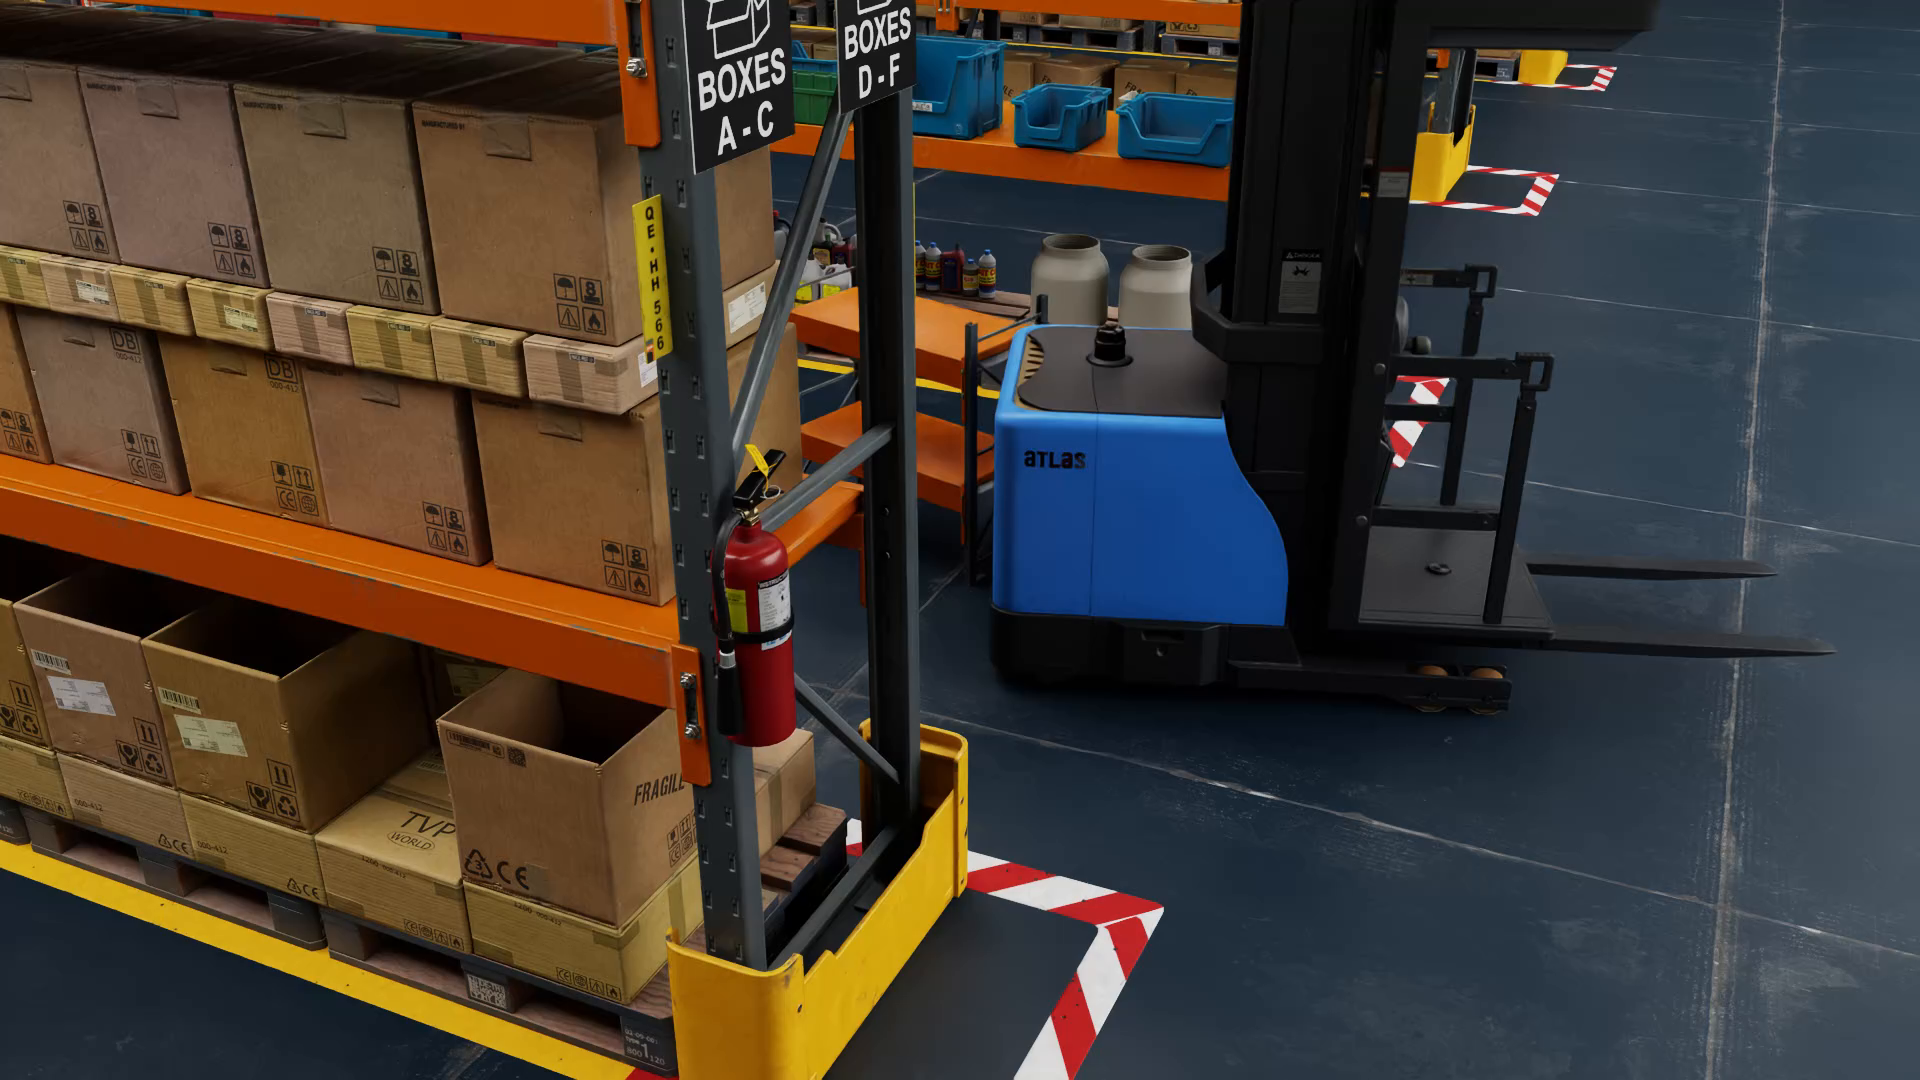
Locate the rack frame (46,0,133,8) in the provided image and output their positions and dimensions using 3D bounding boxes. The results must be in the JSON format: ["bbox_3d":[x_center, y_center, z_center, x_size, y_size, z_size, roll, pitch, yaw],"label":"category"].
[{"bbox_3d":[-5.605,-3.565,11.096,0.127,3.000,1.000,11,28,22],"label":"rack frame"}]

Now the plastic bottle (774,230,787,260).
[{"bbox_3d":[-1.121,-1.708,9.909,0.135,0.276,0.152,11,28,22],"label":"plastic bottle"}]

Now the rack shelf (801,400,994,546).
[{"bbox_3d":[-0.206,-0.328,7.196,1.000,0.278,0.538,20,32,35],"label":"rack shelf"}]

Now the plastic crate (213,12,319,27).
[{"bbox_3d":[-4.260,-3.176,10.231,0.583,0.464,0.402,11,28,22],"label":"plastic crate"}]

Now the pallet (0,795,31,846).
[{"bbox_3d":[-3.311,0.570,5.853,1.213,0.211,1.003,11,28,22],"label":"pallet"}]

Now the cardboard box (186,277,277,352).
[{"bbox_3d":[-1.742,-0.629,4.285,0.250,0.149,0.380,12,29,23],"label":"cardboard box"}]

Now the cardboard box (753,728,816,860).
[{"bbox_3d":[-0.772,0.746,4.976,0.500,0.250,0.500,11,28,22],"label":"cardboard box"}]

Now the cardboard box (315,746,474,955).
[{"bbox_3d":[-1.446,0.868,4.729,0.500,0.250,0.500,11,28,22],"label":"cardboard box"}]

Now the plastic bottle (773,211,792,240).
[{"bbox_3d":[-1.083,-1.806,10.023,0.185,0.351,0.144,10,28,19],"label":"plastic bottle"}]

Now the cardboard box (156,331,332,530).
[{"bbox_3d":[-1.725,-0.434,4.623,0.500,0.500,0.700,12,28,22],"label":"cardboard box"}]

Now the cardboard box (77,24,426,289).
[{"bbox_3d":[-1.784,-1.024,4.353,0.500,0.500,0.700,11,28,22],"label":"cardboard box"}]

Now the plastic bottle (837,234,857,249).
[{"bbox_3d":[-0.643,-1.682,9.856,0.135,0.276,0.152,12,29,23],"label":"plastic bottle"}]

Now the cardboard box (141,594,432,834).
[{"bbox_3d":[-1.904,0.442,4.745,0.500,0.500,0.500,11,28,22],"label":"cardboard box"}]

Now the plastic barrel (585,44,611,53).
[{"bbox_3d":[-2.190,-3.251,9.890,0.708,0.901,0.600,11,28,22],"label":"plastic barrel"}]

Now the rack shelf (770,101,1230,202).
[{"bbox_3d":[-0.143,-2.146,9.026,4.000,0.370,1.077,11,28,22],"label":"rack shelf"}]

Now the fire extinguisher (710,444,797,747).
[{"bbox_3d":[-0.461,0.132,3.675,0.183,0.674,0.296,11,28,22],"label":"fire extinguisher"}]

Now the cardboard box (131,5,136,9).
[{"bbox_3d":[-8.582,-5.841,17.647,0.875,0.875,0.875,11,28,22],"label":"cardboard box"}]

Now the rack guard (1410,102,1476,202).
[{"bbox_3d":[3.659,-2.987,12.750,0.348,0.500,1.175,11,28,22],"label":"rack guard"}]

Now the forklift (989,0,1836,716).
[{"bbox_3d":[1.658,-0.932,5.825,3.031,2.935,1.130,3,26,5],"label":"forklift"}]

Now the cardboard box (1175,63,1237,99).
[{"bbox_3d":[2.046,-3.500,13.317,0.500,0.500,0.500,14,30,27],"label":"cardboard box"}]

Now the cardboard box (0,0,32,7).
[{"bbox_3d":[-3.150,-1.299,4.911,0.500,0.500,0.700,11,28,22],"label":"cardboard box"}]

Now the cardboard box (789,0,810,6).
[{"bbox_3d":[-2.116,-6.615,19.644,0.500,0.500,0.500,11,28,22],"label":"cardboard box"}]

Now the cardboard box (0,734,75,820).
[{"bbox_3d":[-2.814,0.596,5.281,0.500,0.250,0.500,11,28,22],"label":"cardboard box"}]

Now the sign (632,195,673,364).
[{"bbox_3d":[-0.613,-0.522,3.335,0.005,0.325,0.100,11,28,22],"label":"sign"}]

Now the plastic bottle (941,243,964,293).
[{"bbox_3d":[-0.042,-1.587,9.654,0.133,0.283,0.061,12,29,23],"label":"plastic bottle"}]

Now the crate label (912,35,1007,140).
[{"bbox_3d":[-0.110,-2.346,8.579,0.616,0.435,0.502,11,28,22],"label":"crate label"}]

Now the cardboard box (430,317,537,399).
[{"bbox_3d":[-1.041,-0.488,3.998,0.250,0.149,0.380,12,29,23],"label":"cardboard box"}]

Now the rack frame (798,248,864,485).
[{"bbox_3d":[-0.599,-0.689,7.376,0.032,1.125,0.500,20,32,35],"label":"rack frame"}]

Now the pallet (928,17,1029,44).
[{"bbox_3d":[0.384,-5.884,18.961,1.213,0.211,1.003,11,28,22],"label":"pallet"}]

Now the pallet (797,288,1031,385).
[{"bbox_3d":[-0.255,-1.221,9.491,1.213,0.211,1.003,11,28,22],"label":"pallet"}]

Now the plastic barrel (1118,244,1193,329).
[{"bbox_3d":[1.047,-1.264,8.763,0.421,0.512,0.421,0,26,0],"label":"plastic barrel"}]

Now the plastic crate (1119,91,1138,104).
[{"bbox_3d":[0.996,-2.277,8.778,0.250,0.136,0.298,11,28,22],"label":"plastic crate"}]

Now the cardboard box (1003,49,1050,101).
[{"bbox_3d":[0.434,-3.803,13.933,0.500,0.500,0.500,10,28,20],"label":"cardboard box"}]

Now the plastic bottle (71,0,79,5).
[{"bbox_3d":[-6.286,-3.803,11.720,0.135,0.276,0.152,11,28,22],"label":"plastic bottle"}]

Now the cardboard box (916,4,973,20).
[{"bbox_3d":[-0.095,-6.406,18.936,0.750,0.750,1.050,12,29,23],"label":"cardboard box"}]

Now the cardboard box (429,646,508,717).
[{"bbox_3d":[-1.228,0.319,4.995,0.500,0.500,0.500,11,28,22],"label":"cardboard box"}]

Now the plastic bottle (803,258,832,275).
[{"bbox_3d":[-0.803,-1.447,9.378,0.135,0.276,0.152,11,28,22],"label":"plastic bottle"}]

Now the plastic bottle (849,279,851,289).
[{"bbox_3d":[-0.520,-1.320,9.121,0.135,0.276,0.152,11,28,20],"label":"plastic bottle"}]

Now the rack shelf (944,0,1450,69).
[{"bbox_3d":[1.908,-4.137,13.071,4.000,0.370,1.077,11,28,22],"label":"rack shelf"}]

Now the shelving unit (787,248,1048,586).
[{"bbox_3d":[-0.206,-0.547,7.088,1.048,1.125,0.538,20,32,35],"label":"shelving unit"}]

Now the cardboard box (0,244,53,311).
[{"bbox_3d":[-2.441,-0.770,4.571,0.250,0.149,0.380,11,28,21],"label":"cardboard box"}]

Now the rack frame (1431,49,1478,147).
[{"bbox_3d":[3.728,-4.094,12.170,0.127,3.000,1.000,11,28,22],"label":"rack frame"}]

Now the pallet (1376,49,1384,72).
[{"bbox_3d":[4.006,-5.157,17.486,1.213,0.211,1.003,11,28,22],"label":"pallet"}]
